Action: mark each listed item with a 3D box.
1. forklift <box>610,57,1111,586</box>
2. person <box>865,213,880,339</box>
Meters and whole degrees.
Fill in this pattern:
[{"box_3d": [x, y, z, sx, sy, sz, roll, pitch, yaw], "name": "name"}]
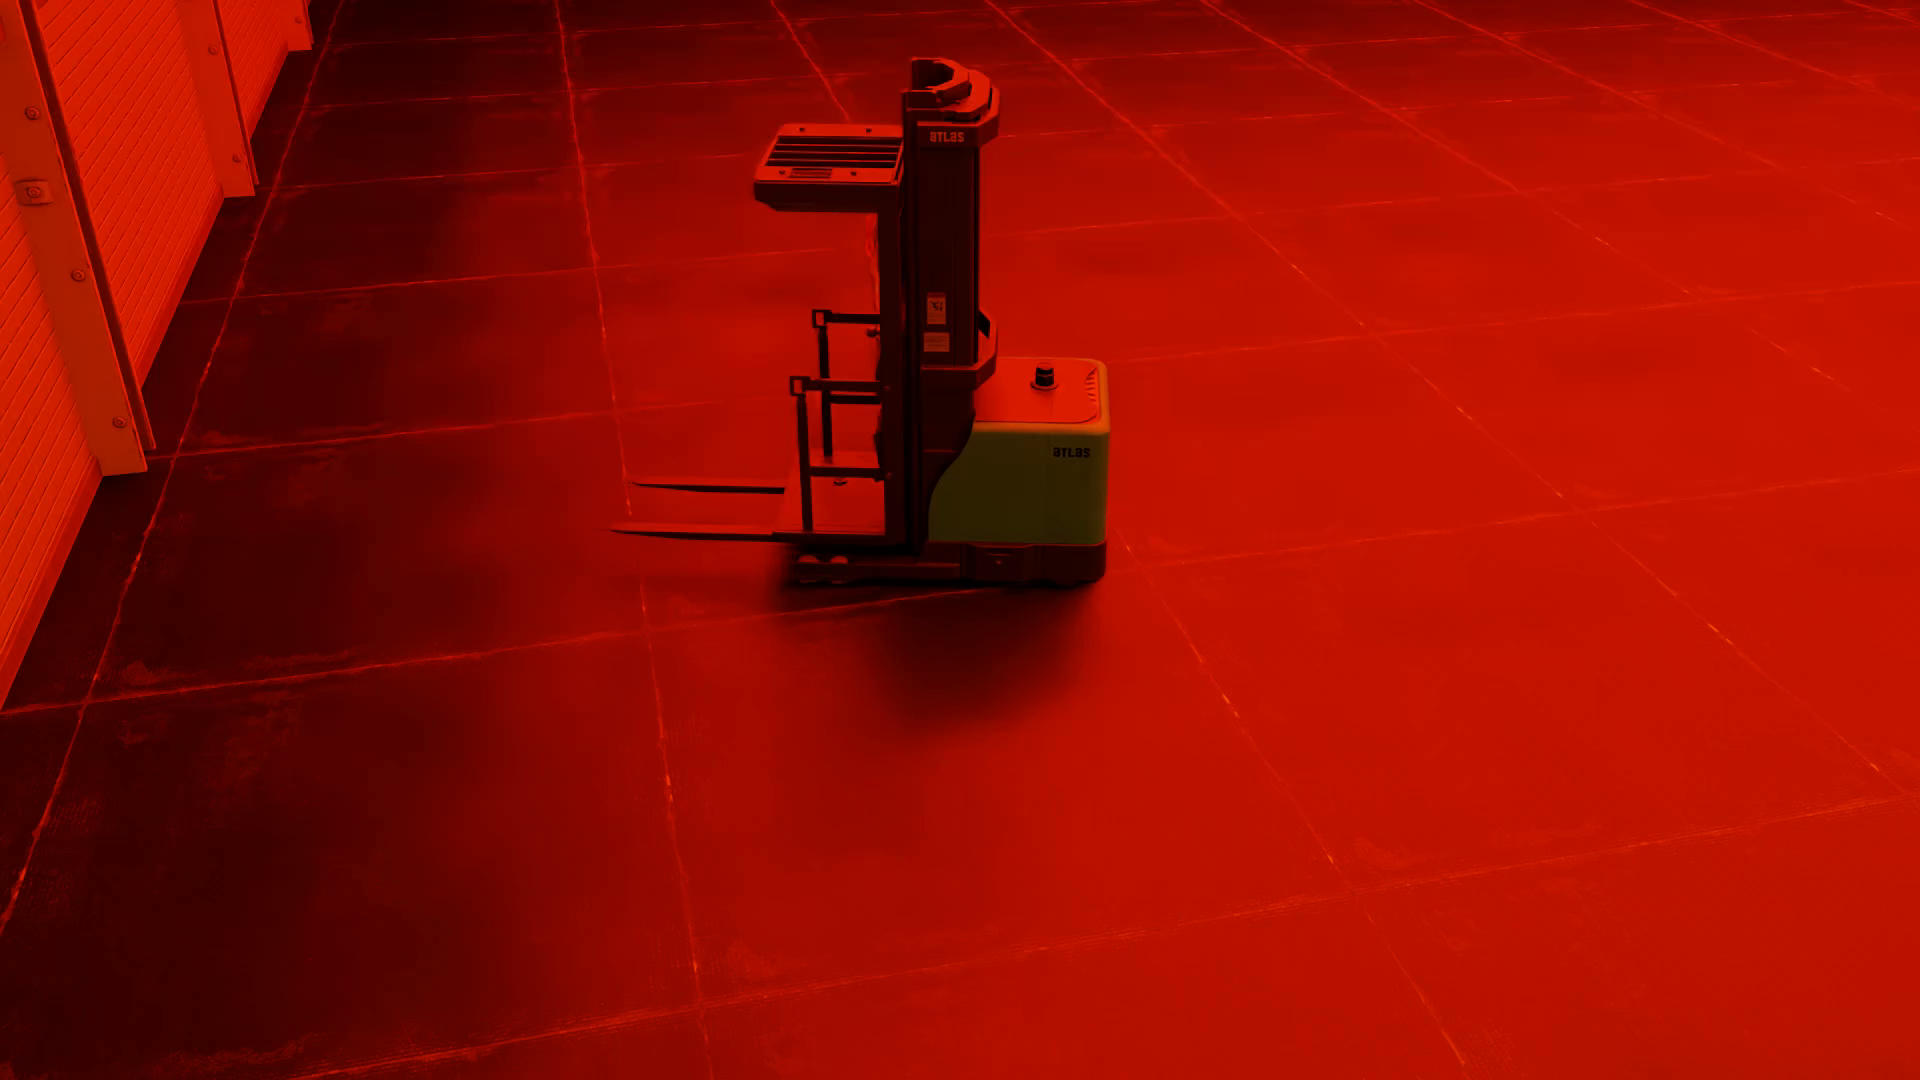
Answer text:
[{"box_3d": [-0.613, -1.264, 9.758, 3.031, 2.935, 1.130, 2, 30, 3], "name": "forklift"}, {"box_3d": [-0.456, -2.310, 12.841, 0.562, 1.655, 0.471, -4, 30, -7], "name": "person"}]
